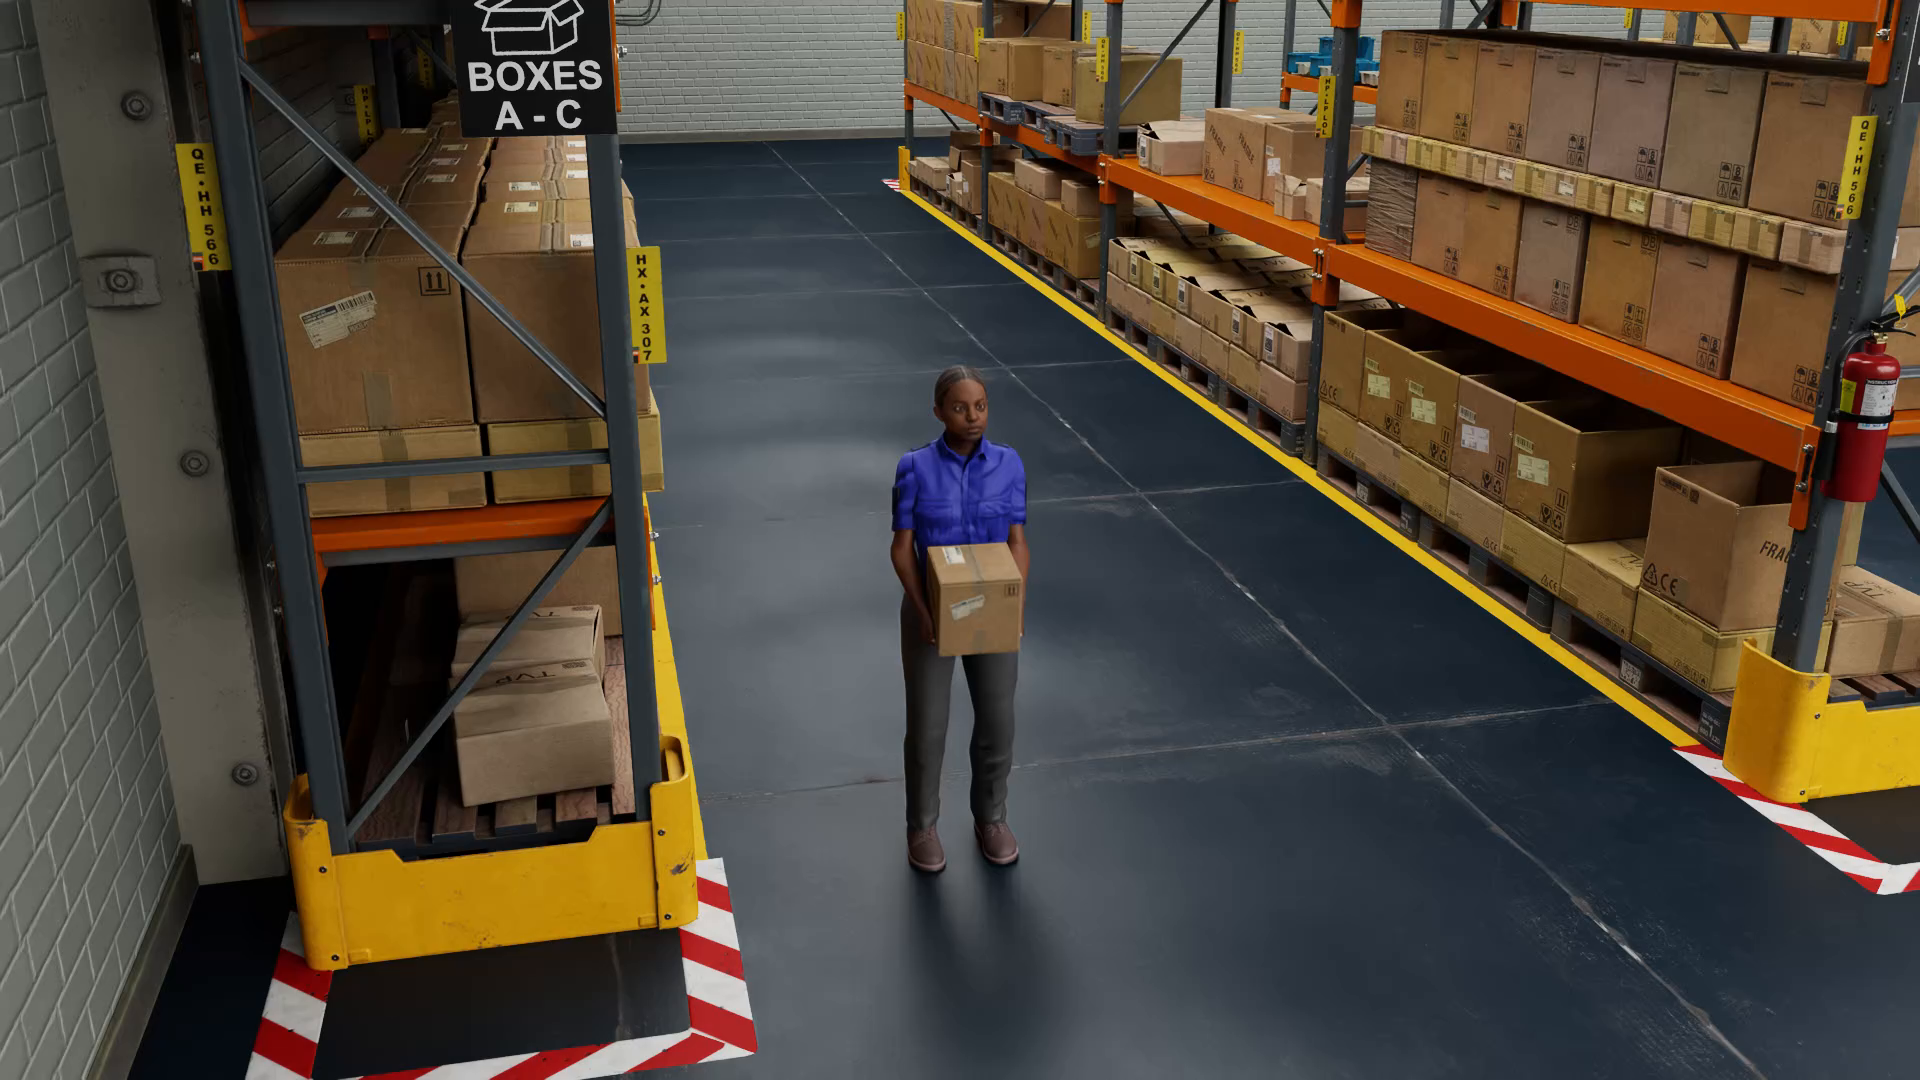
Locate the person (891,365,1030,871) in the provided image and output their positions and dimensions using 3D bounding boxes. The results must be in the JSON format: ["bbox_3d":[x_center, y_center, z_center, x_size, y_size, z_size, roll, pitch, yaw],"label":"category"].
[{"bbox_3d":[0.010,0.283,5.305,0.450,1.647,0.517,-3,20,-9],"label":"person"}]
